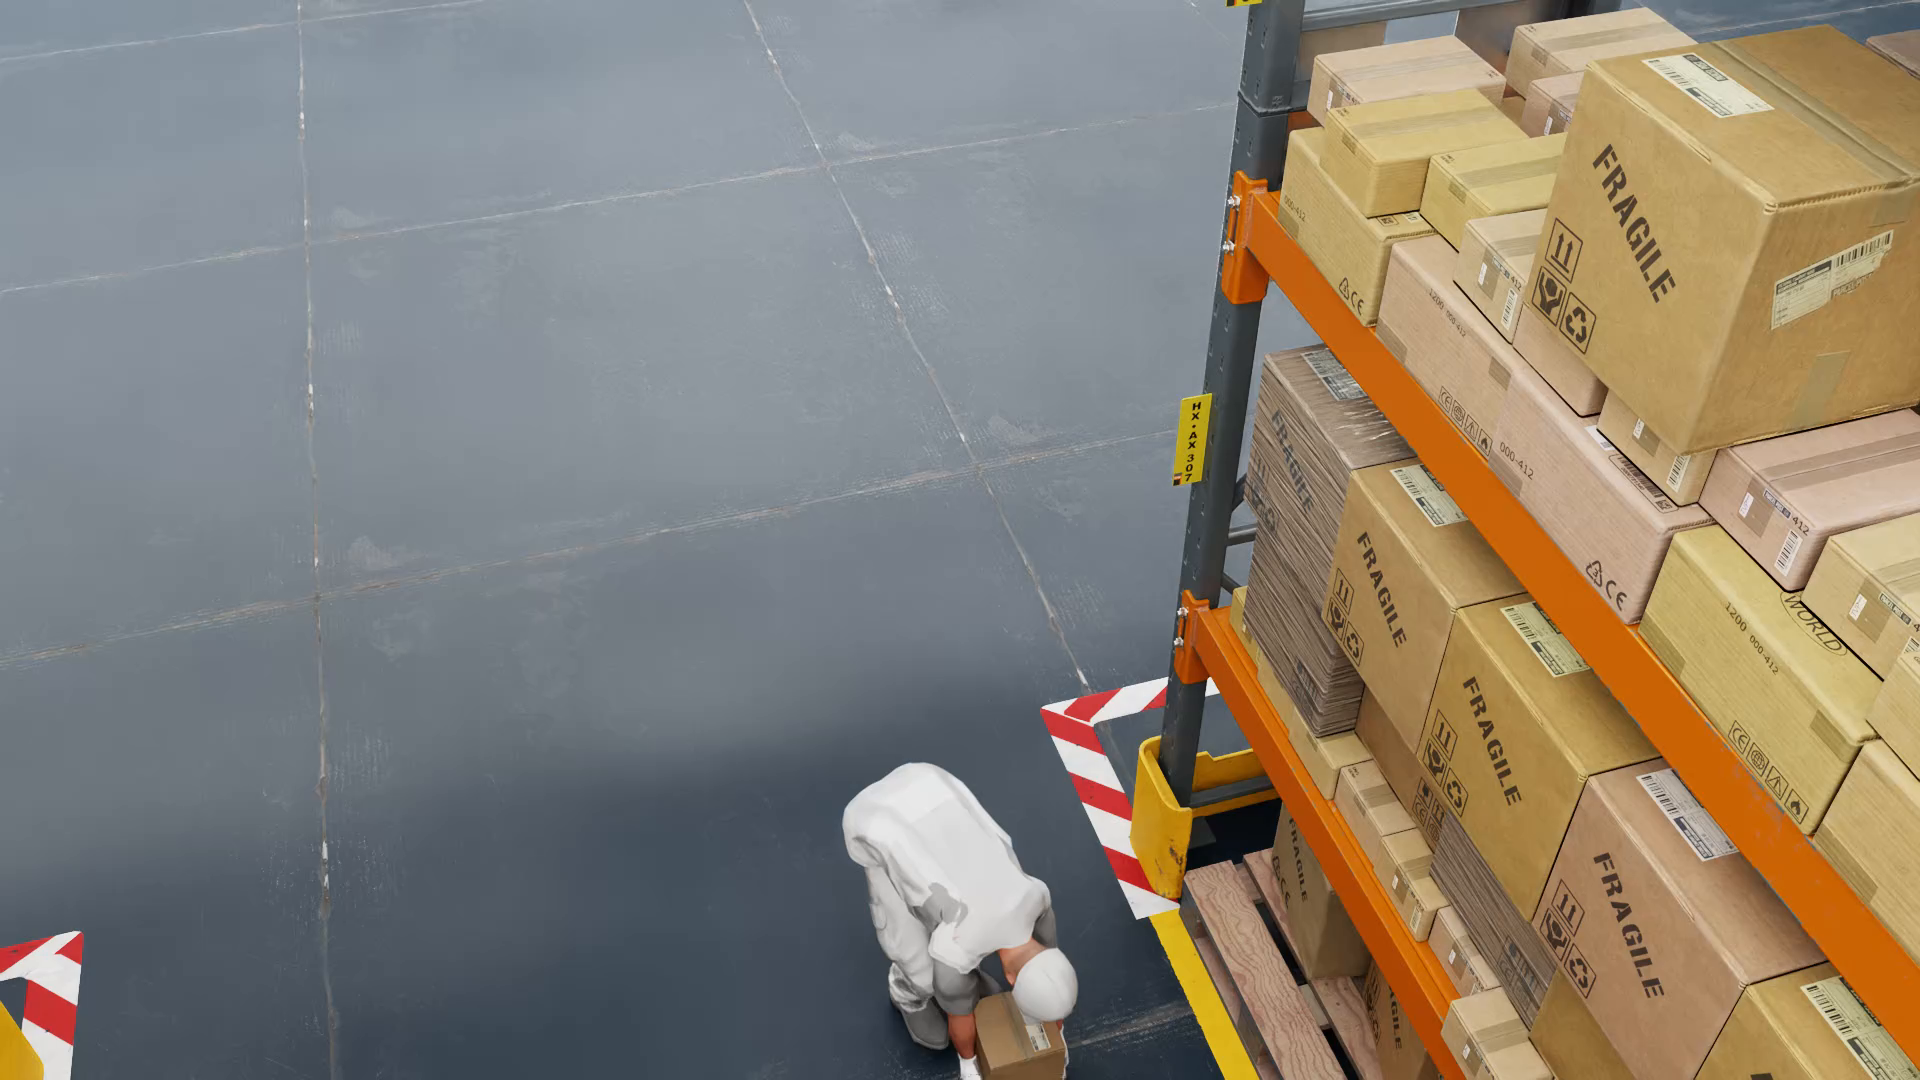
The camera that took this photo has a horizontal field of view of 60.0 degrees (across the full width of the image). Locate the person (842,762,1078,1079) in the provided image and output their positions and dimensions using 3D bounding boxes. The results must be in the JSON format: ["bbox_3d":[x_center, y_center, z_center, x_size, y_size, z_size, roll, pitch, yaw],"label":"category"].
[{"bbox_3d":[0.029,1.280,5.311,0.516,0.984,0.949,-29,49,-28],"label":"person"}]
